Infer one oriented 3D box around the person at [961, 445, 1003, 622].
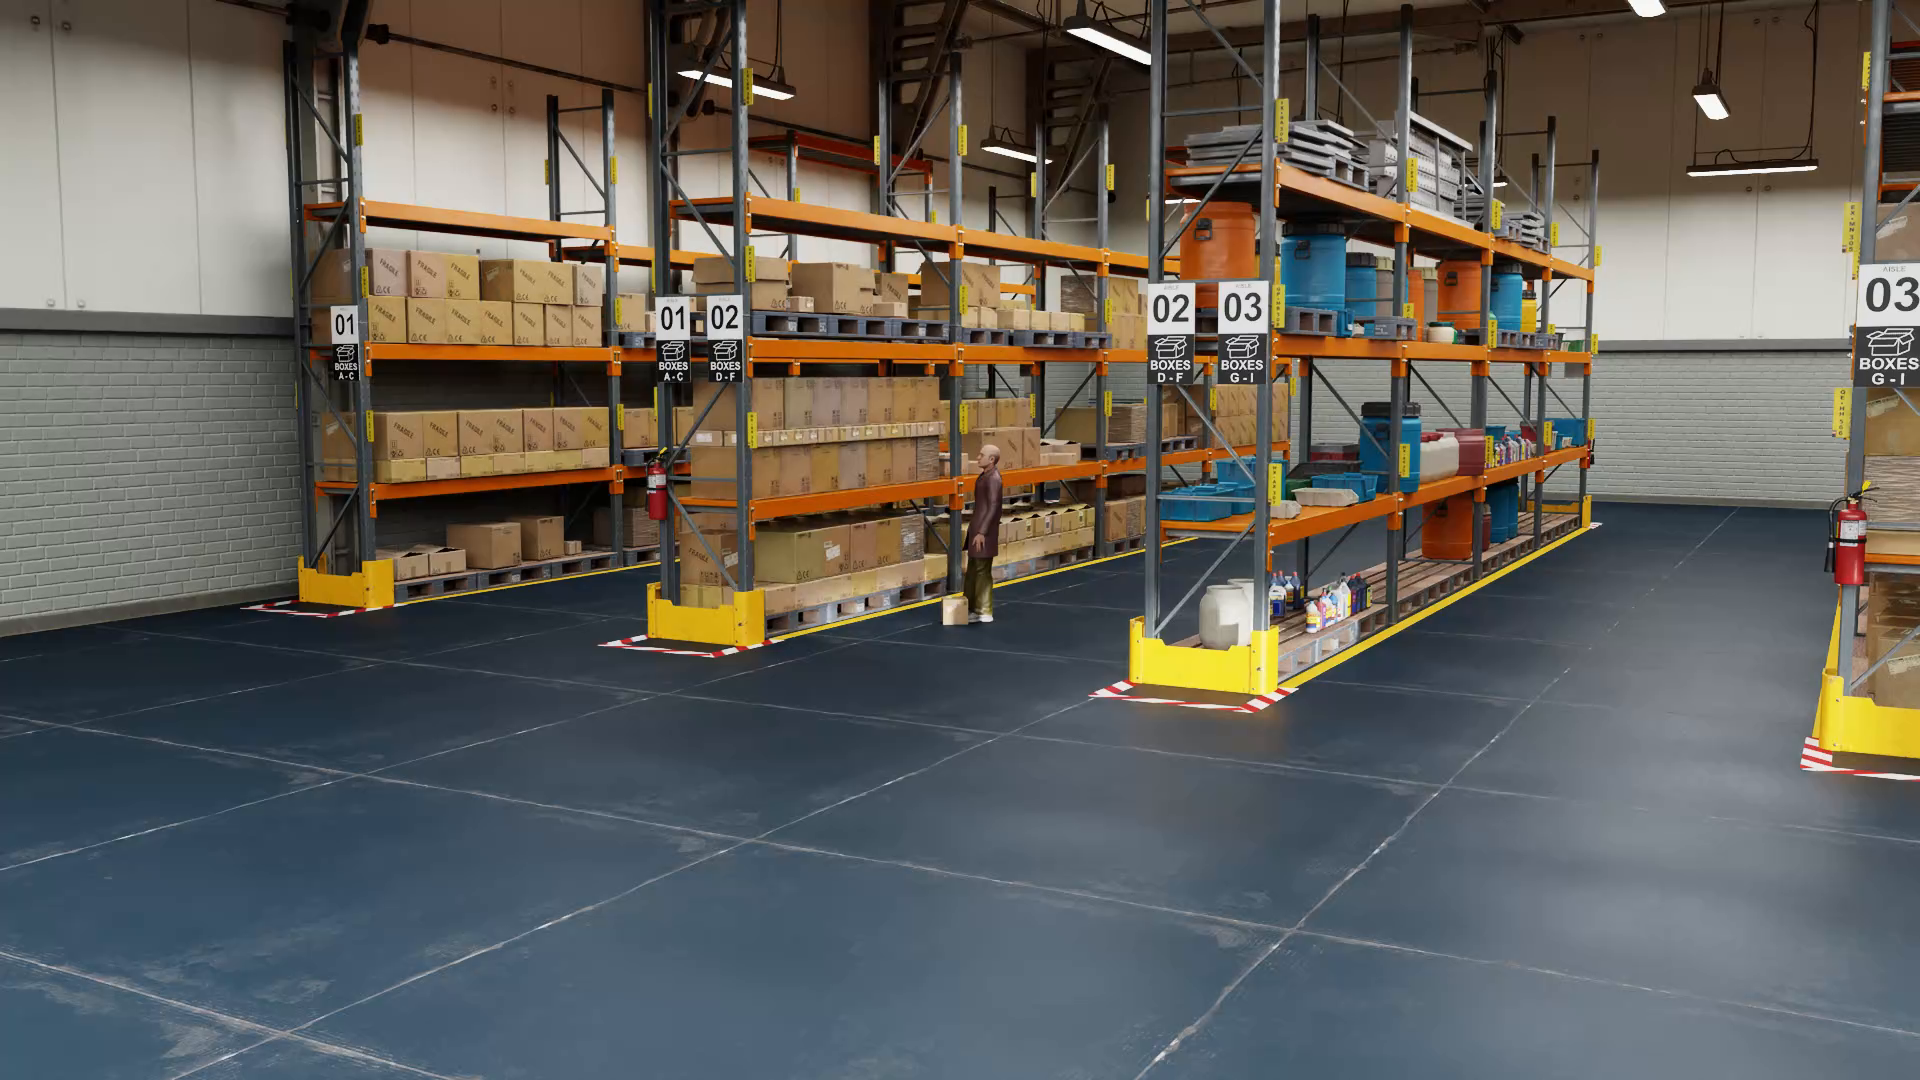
[{"bbox_3d":[0.138,-0.066,16.620,0.580,1.777,0.698,0,6,-3],"label":"person"}]
